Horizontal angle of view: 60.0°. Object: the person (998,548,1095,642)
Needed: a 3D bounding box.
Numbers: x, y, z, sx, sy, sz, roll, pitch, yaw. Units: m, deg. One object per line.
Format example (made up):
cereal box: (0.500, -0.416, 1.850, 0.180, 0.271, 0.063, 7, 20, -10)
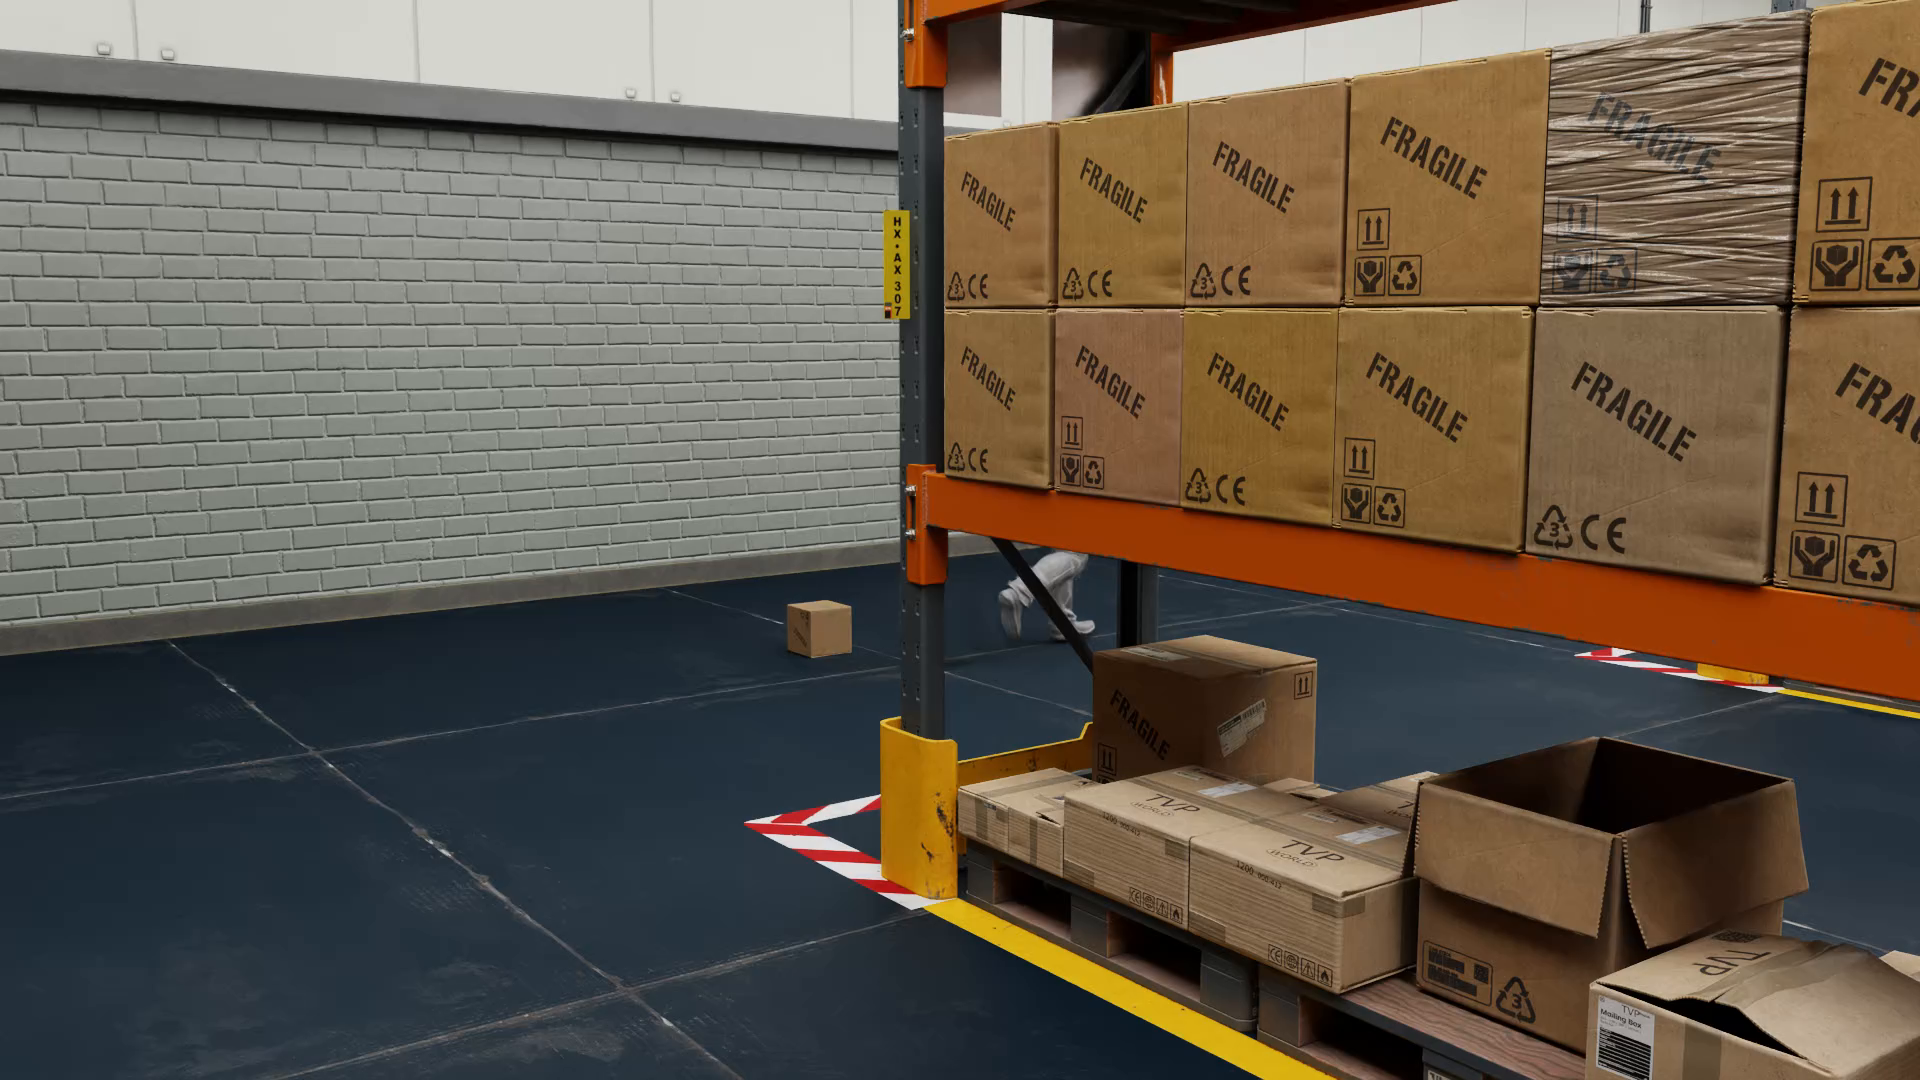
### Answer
person: (0.474, -0.302, 8.886, 0.779, 1.742, 0.604, -5, 9, -32)
